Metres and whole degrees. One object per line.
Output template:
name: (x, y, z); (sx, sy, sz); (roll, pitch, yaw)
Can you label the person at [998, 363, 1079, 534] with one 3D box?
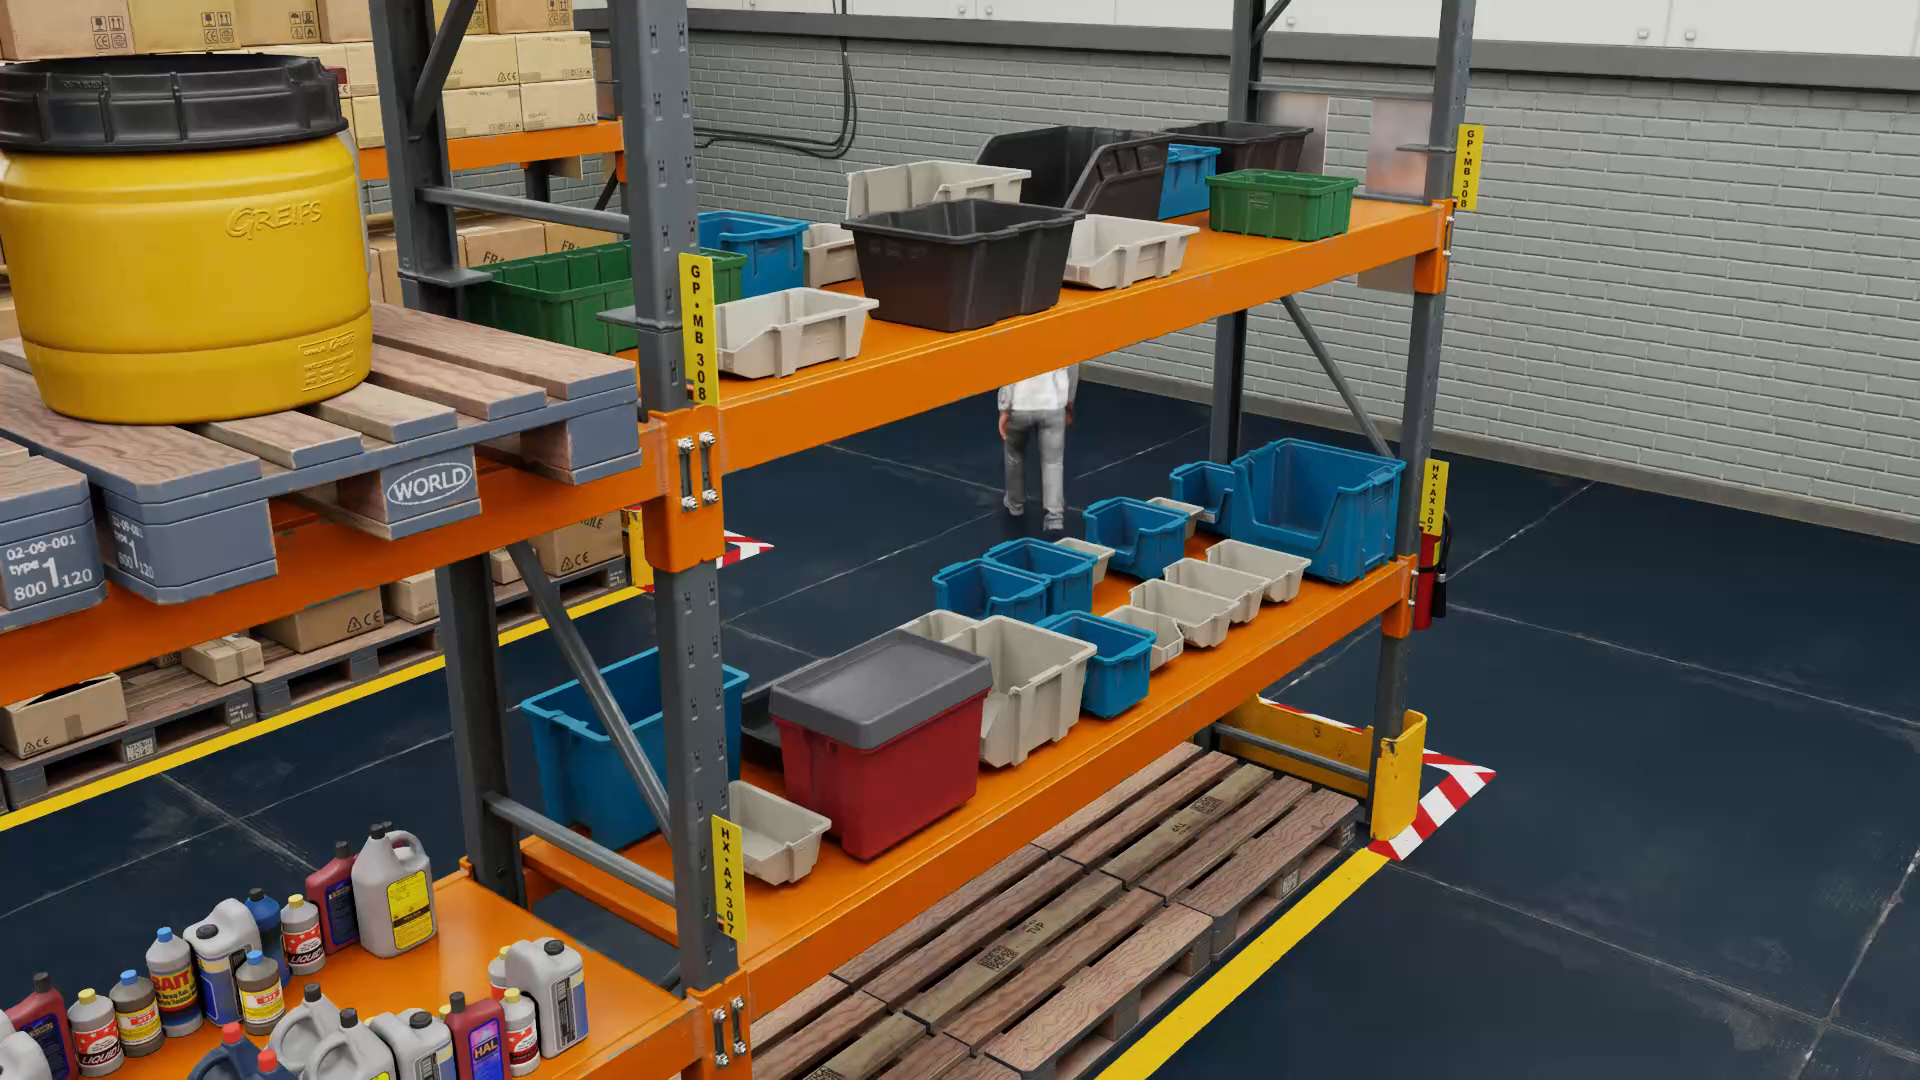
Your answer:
person: (0.515, -0.902, 11.020); (0.552, 1.727, 1.026); (-2, 20, -5)
